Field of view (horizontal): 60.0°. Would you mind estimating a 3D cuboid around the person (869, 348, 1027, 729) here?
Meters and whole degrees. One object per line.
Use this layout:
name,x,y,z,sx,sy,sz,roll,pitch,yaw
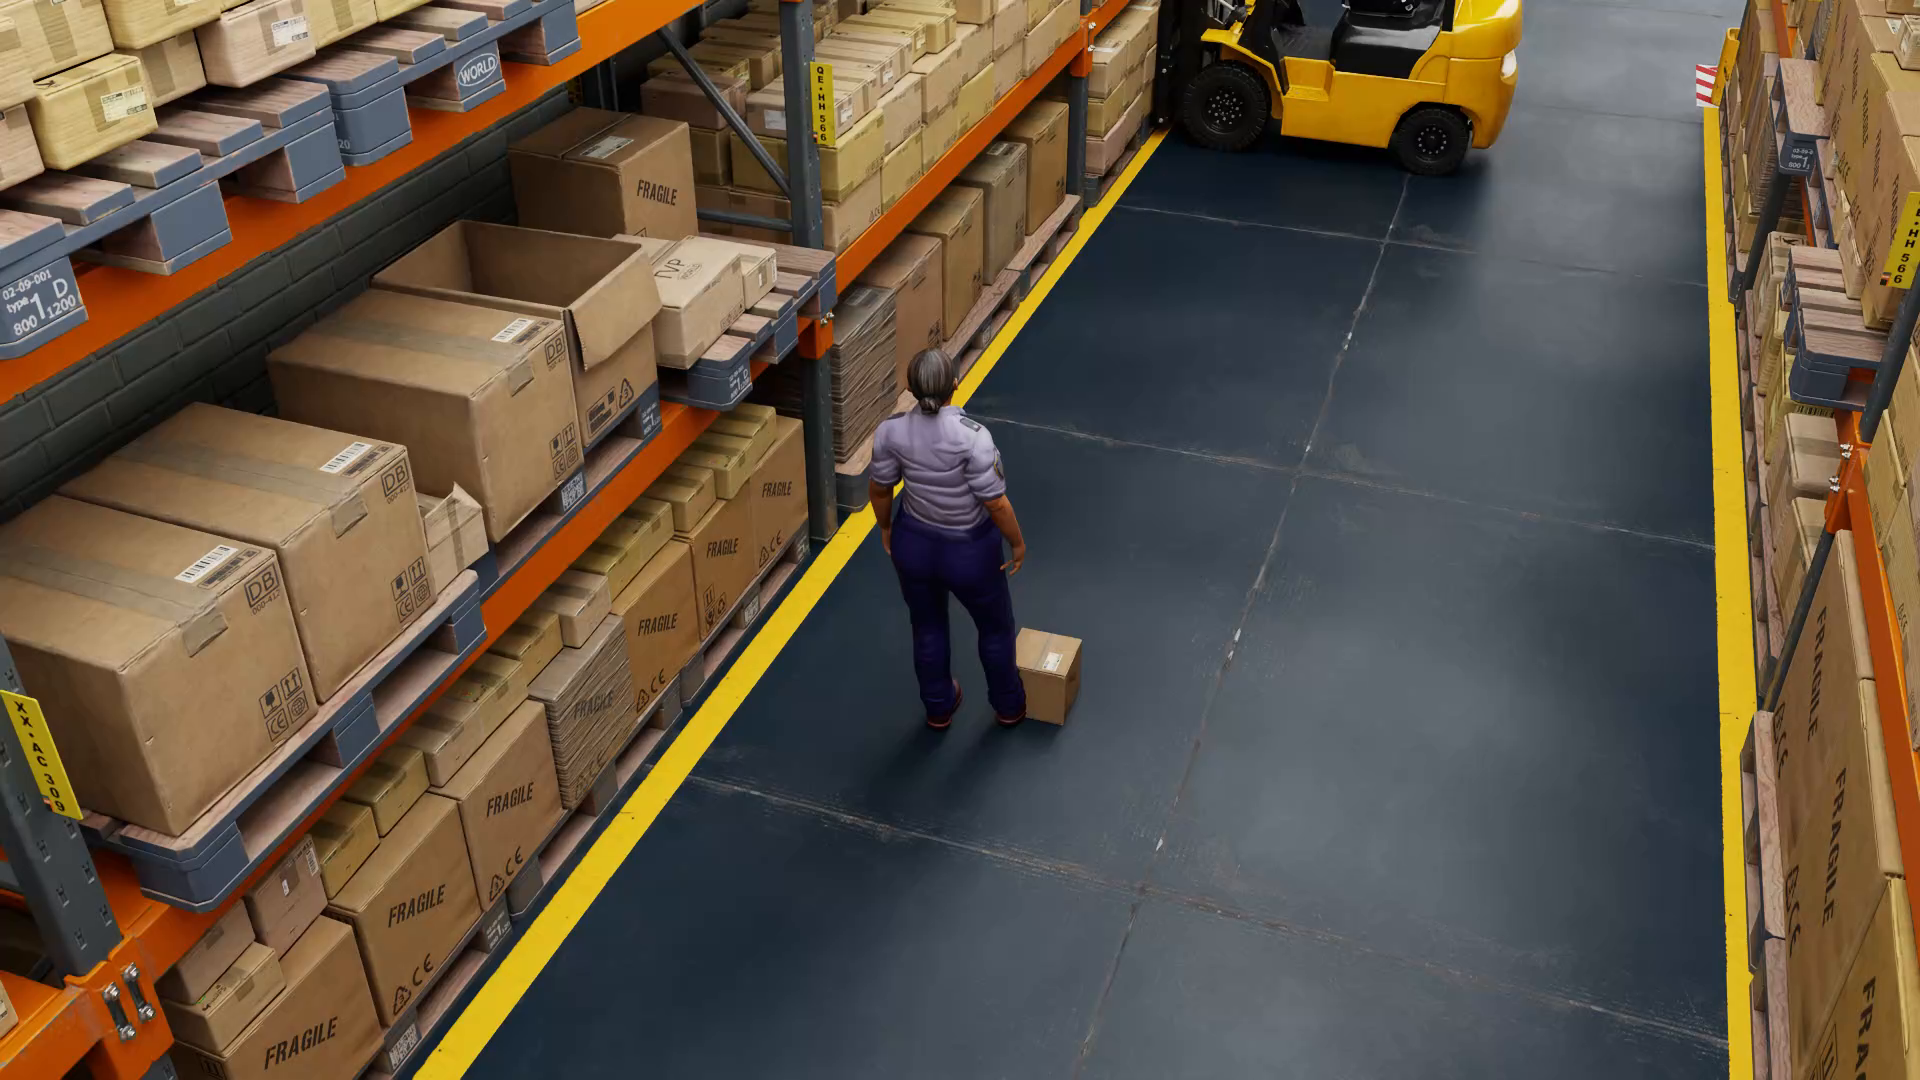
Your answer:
person,-0.002,-0.006,6.156,0.598,1.638,0.504,11,35,16
